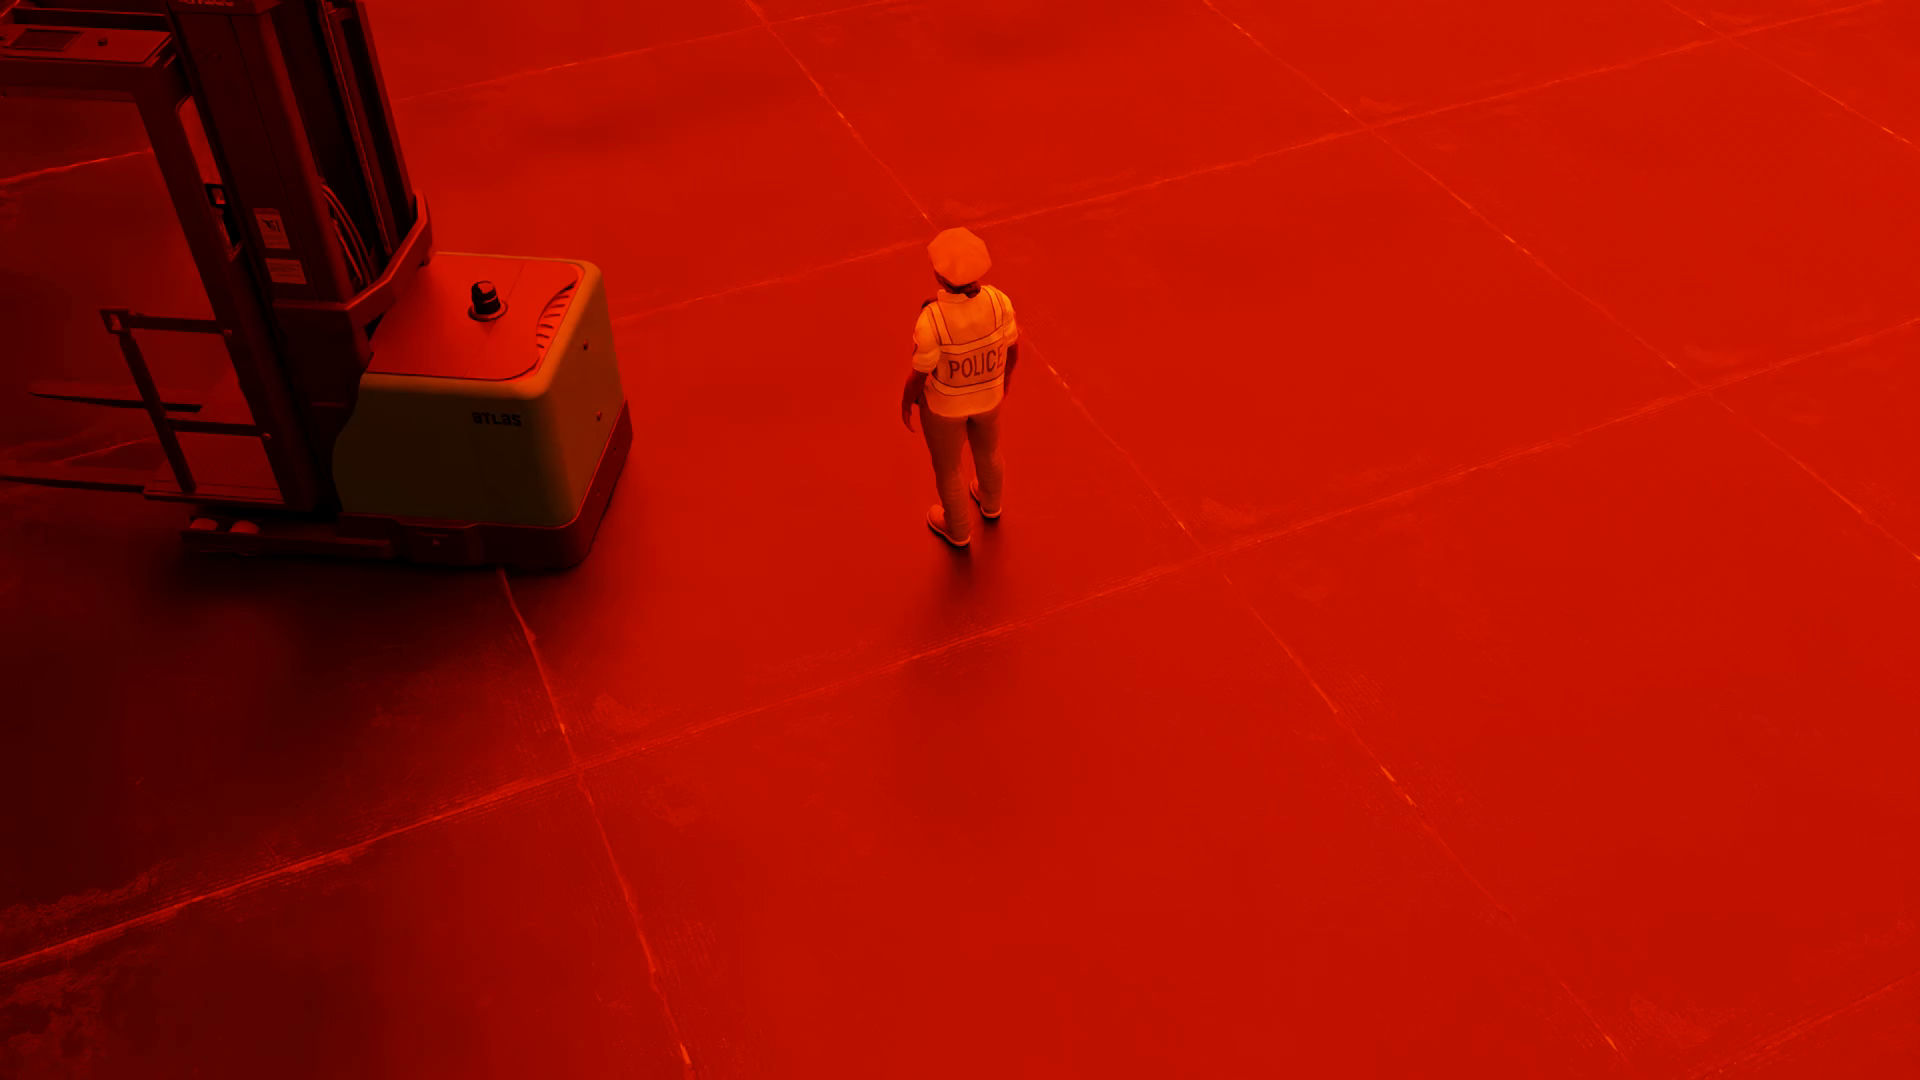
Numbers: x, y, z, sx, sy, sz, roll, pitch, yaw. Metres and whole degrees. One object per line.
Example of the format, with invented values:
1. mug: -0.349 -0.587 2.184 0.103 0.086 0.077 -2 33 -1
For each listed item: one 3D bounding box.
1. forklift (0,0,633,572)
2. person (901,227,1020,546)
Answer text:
1. forklift: -3.179 -1.352 7.129 3.031 2.935 1.130 4 43 4
2. person: -0.013 -0.677 7.301 0.570 1.695 0.530 -18 46 -18
